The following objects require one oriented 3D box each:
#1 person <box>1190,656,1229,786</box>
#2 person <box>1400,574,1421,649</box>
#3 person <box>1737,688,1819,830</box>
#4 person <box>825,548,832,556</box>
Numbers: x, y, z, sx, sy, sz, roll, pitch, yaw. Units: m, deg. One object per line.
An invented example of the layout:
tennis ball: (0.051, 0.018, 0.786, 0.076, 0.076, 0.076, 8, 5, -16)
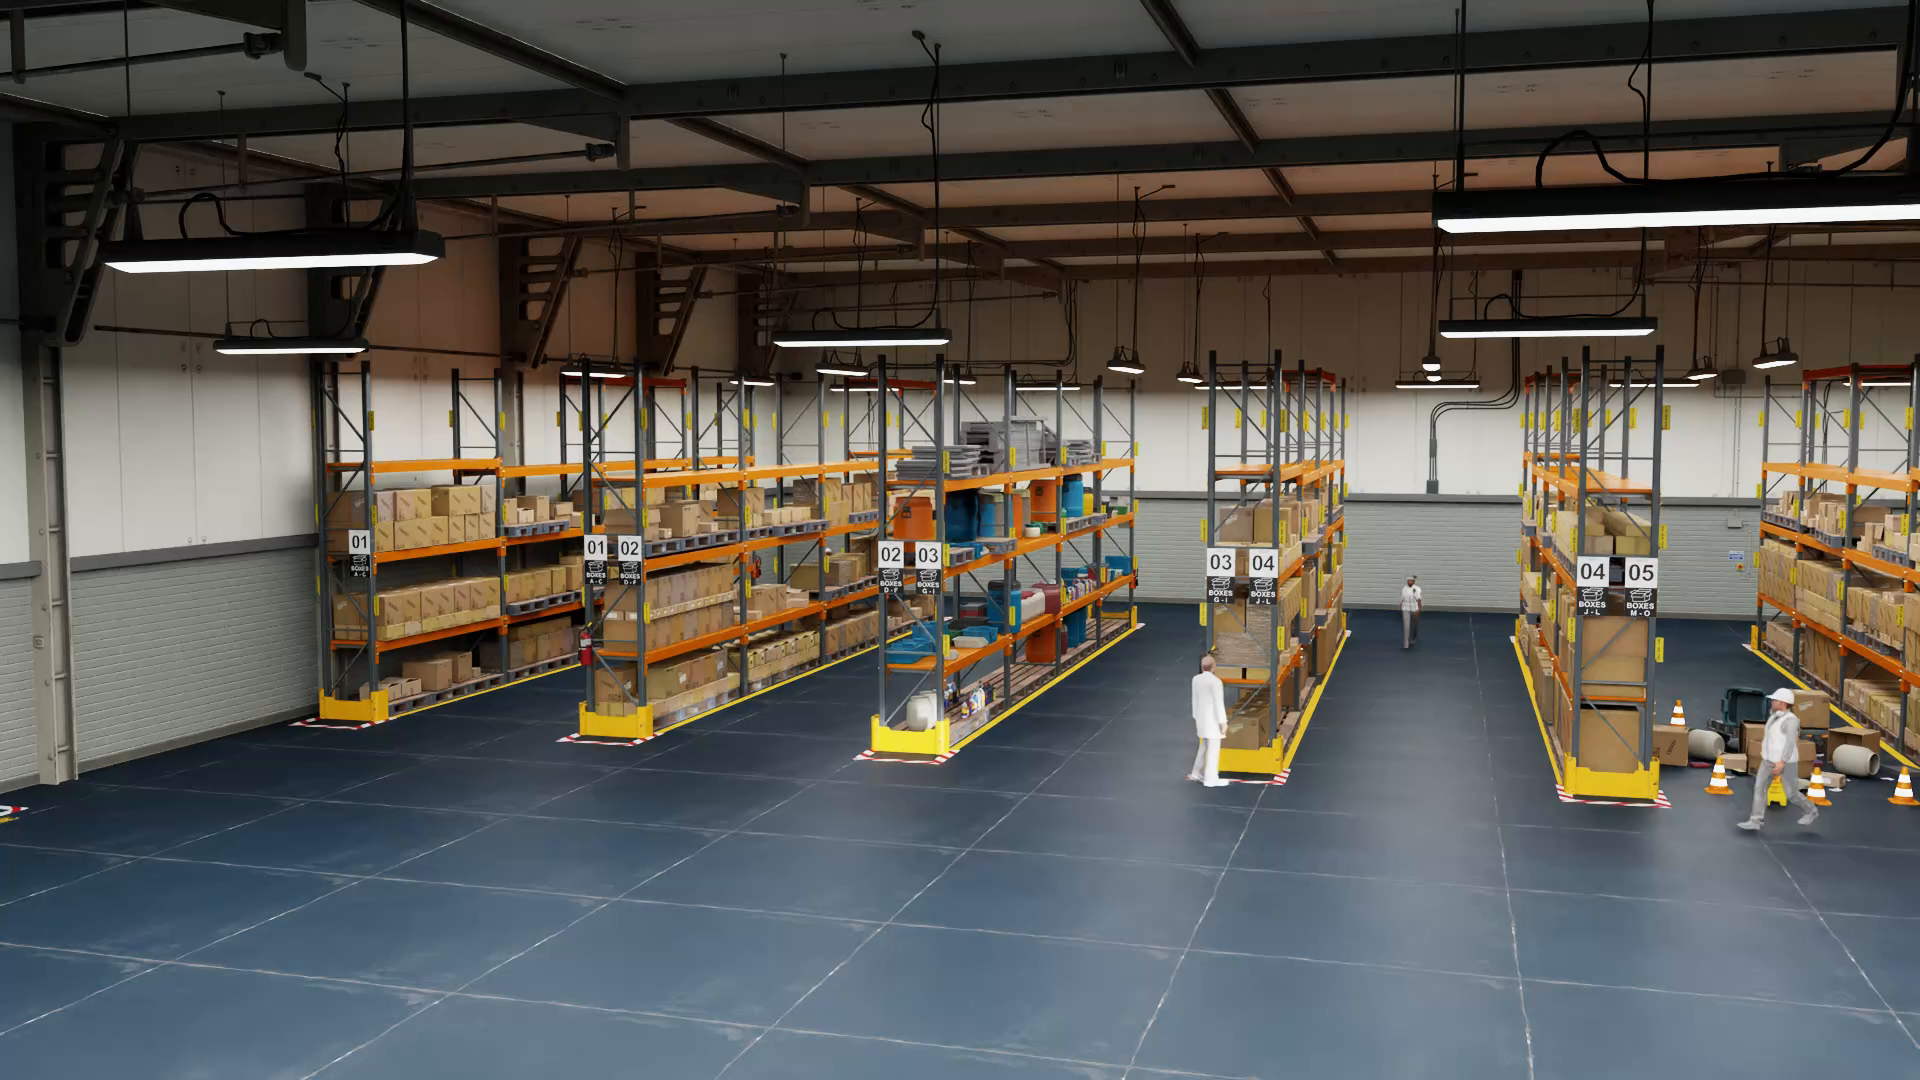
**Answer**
person: (3.476, 2.504, 22.843, 0.391, 1.827, 0.651, -2, 5, -31)
person: (9.943, 1.556, 36.674, 0.428, 1.638, 0.927, 1, 4, 11)
person: (10.026, 2.680, 20.292, 0.982, 1.747, 0.505, -1, 4, -19)
person: (-3.415, 1.070, 42.384, 0.495, 1.734, 0.978, 2, 4, 23)
